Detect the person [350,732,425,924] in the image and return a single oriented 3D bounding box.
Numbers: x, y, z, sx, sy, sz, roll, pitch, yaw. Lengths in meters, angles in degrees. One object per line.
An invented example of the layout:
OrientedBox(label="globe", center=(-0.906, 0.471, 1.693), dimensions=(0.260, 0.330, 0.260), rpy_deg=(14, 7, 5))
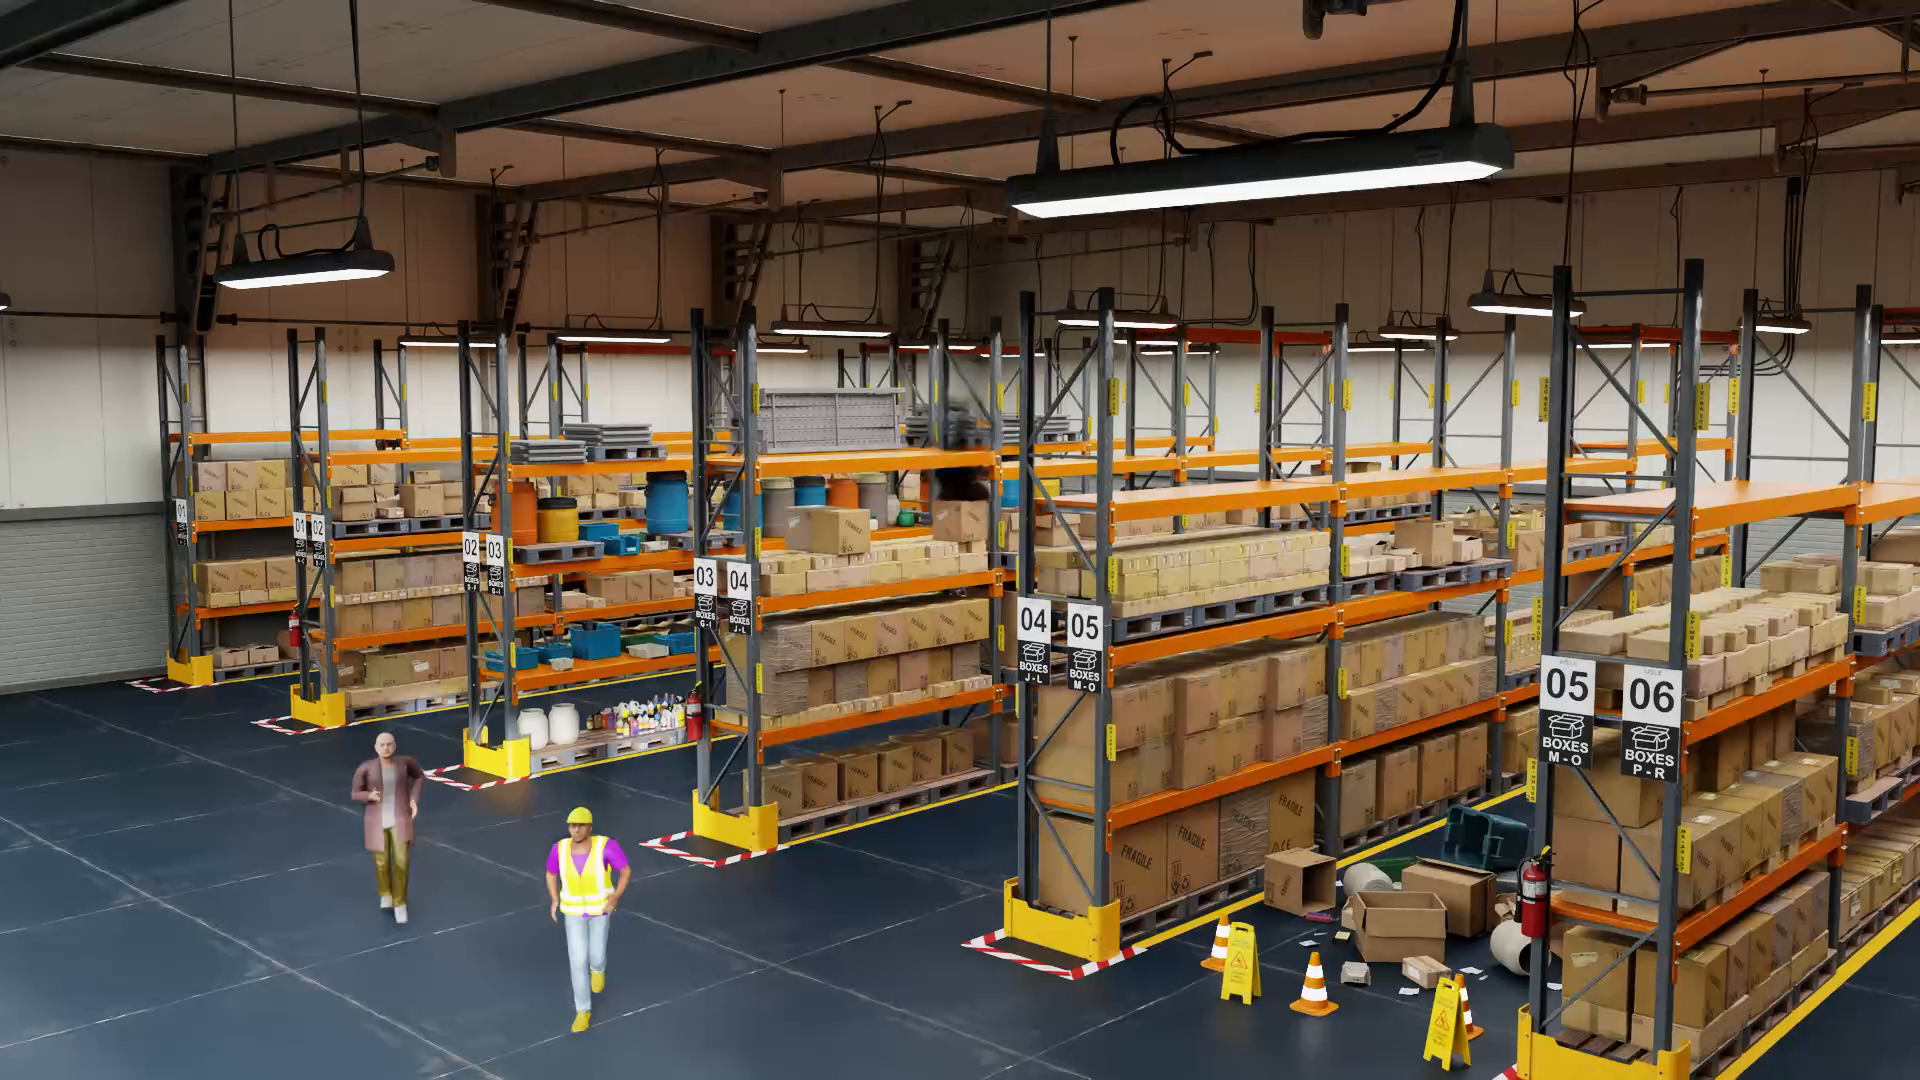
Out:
OrientedBox(label="person", center=(-5.520, 2.776, 16.082), dimensions=(0.684, 1.835, 0.787), rpy_deg=(-2, 6, -18))

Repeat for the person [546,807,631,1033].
OrientedBox(label="person", center=(-3.029, 3.020, 13.578), dimensions=(0.694, 1.772, 0.810), rpy_deg=(-1, 5, -6))
